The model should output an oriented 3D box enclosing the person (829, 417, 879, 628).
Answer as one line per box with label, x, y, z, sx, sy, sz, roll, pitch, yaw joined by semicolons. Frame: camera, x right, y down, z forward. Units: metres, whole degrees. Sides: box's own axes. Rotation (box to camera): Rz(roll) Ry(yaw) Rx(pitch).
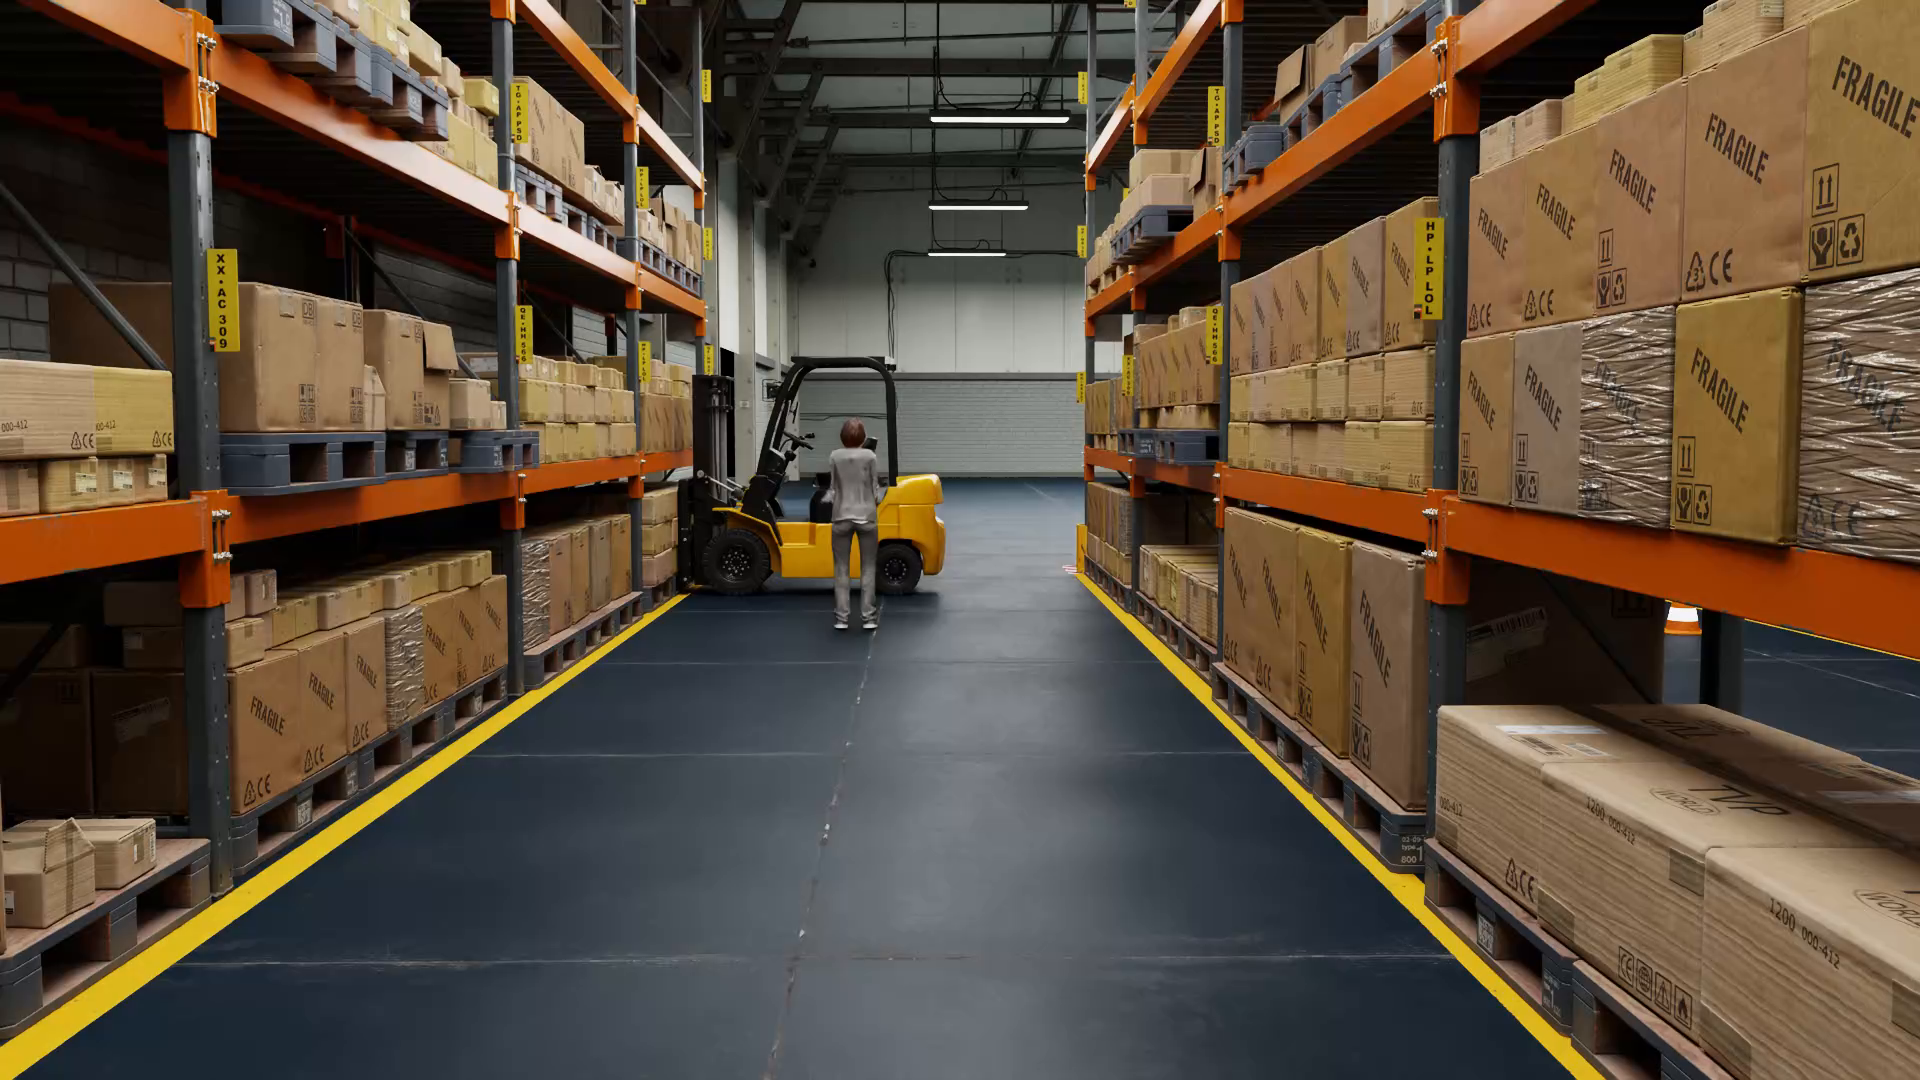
person;-0.800;-0.126;12.593;0.375;1.599;0.499;0;4;-2
